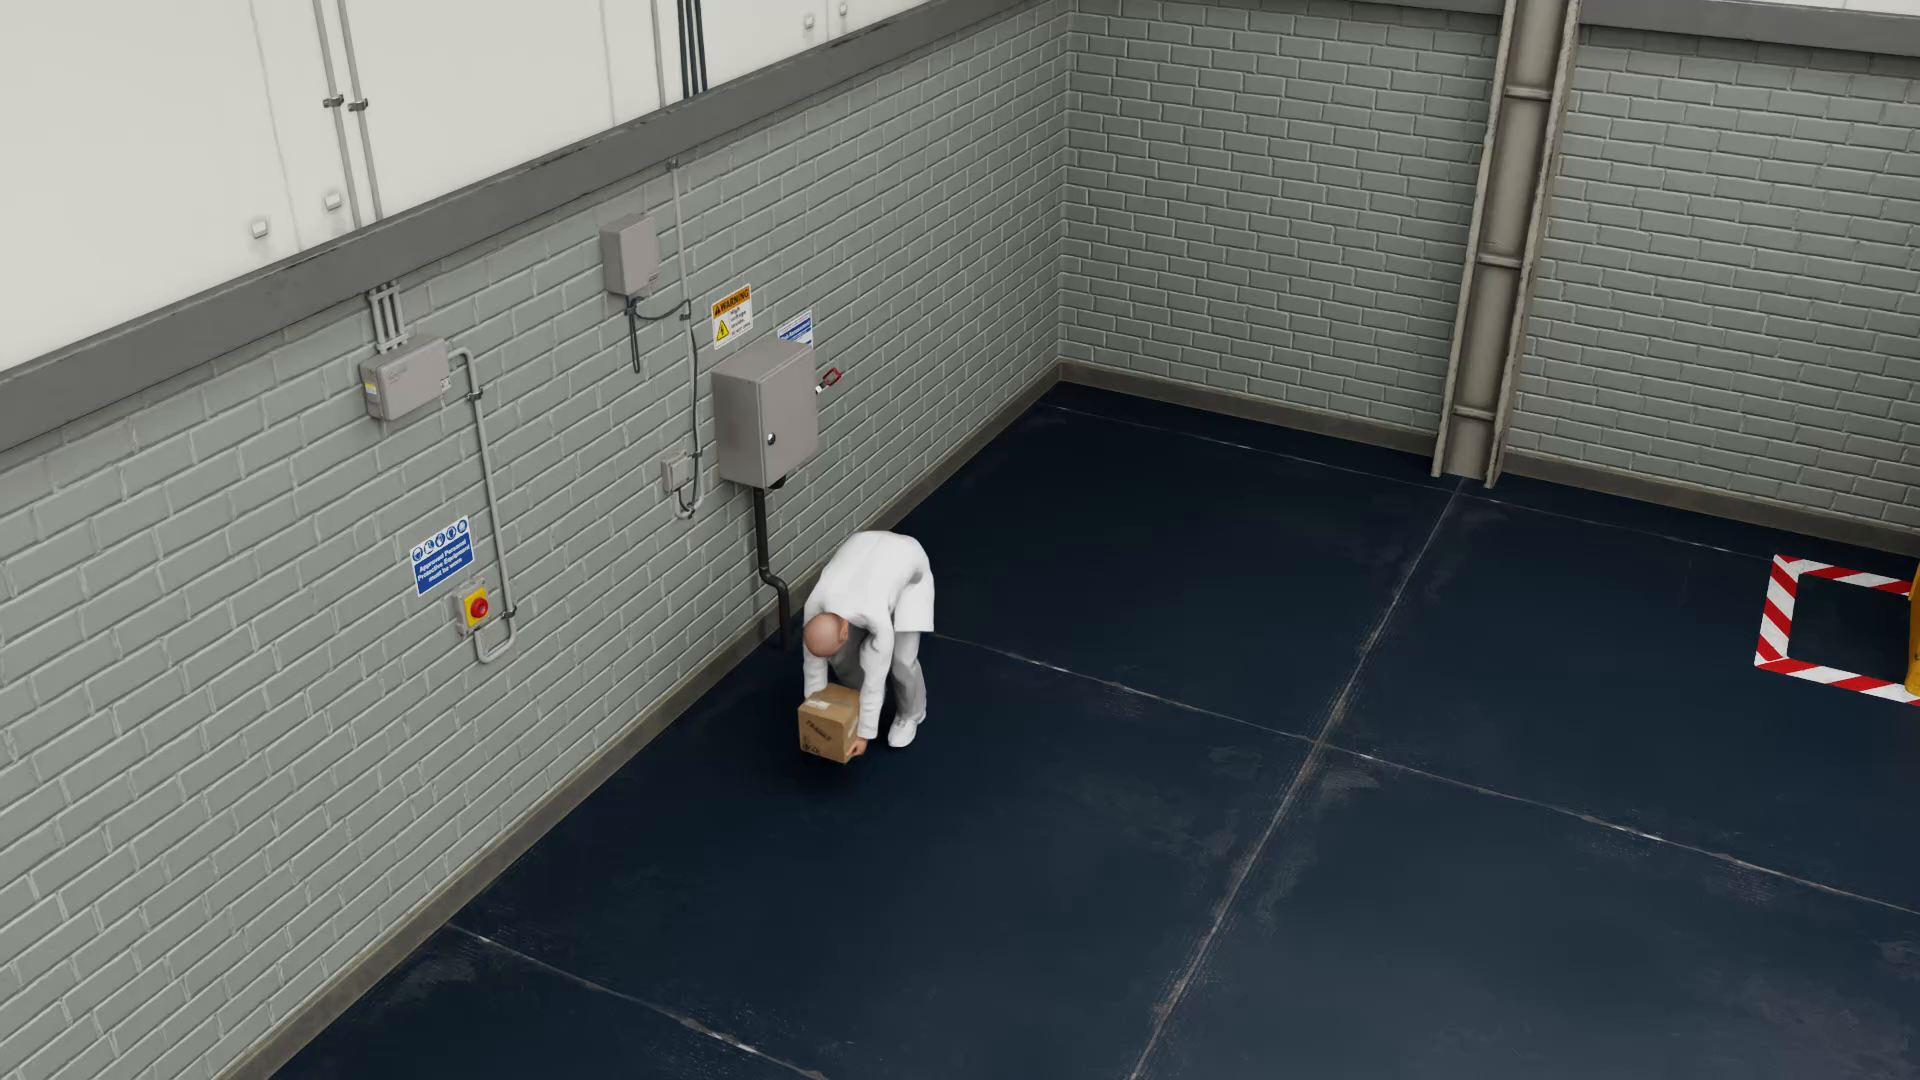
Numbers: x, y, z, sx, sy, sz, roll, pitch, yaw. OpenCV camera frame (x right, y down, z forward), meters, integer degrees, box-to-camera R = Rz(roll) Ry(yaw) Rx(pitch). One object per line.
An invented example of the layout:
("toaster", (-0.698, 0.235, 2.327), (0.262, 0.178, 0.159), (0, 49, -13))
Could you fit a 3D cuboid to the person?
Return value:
("person", (-0.470, 0.550, 8.041), (0.579, 1.090, 0.950), (13, 32, 21))
